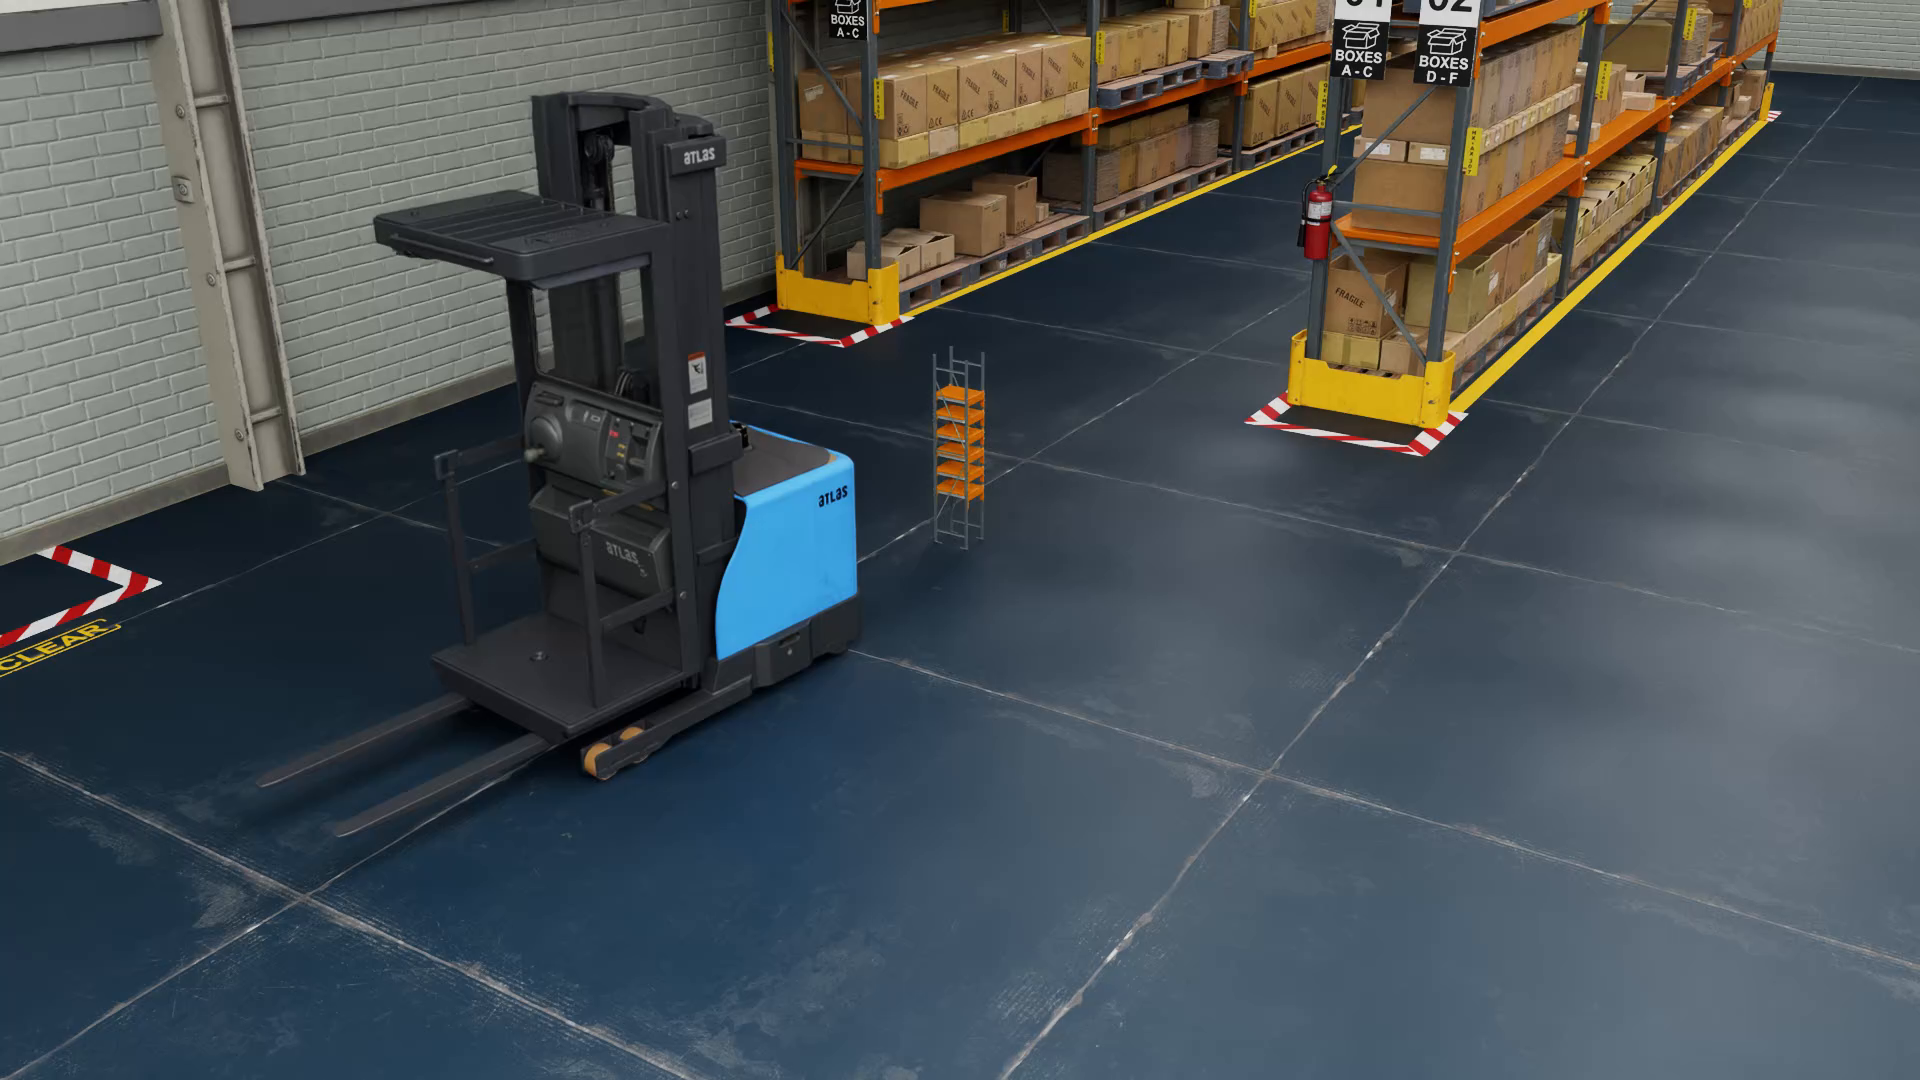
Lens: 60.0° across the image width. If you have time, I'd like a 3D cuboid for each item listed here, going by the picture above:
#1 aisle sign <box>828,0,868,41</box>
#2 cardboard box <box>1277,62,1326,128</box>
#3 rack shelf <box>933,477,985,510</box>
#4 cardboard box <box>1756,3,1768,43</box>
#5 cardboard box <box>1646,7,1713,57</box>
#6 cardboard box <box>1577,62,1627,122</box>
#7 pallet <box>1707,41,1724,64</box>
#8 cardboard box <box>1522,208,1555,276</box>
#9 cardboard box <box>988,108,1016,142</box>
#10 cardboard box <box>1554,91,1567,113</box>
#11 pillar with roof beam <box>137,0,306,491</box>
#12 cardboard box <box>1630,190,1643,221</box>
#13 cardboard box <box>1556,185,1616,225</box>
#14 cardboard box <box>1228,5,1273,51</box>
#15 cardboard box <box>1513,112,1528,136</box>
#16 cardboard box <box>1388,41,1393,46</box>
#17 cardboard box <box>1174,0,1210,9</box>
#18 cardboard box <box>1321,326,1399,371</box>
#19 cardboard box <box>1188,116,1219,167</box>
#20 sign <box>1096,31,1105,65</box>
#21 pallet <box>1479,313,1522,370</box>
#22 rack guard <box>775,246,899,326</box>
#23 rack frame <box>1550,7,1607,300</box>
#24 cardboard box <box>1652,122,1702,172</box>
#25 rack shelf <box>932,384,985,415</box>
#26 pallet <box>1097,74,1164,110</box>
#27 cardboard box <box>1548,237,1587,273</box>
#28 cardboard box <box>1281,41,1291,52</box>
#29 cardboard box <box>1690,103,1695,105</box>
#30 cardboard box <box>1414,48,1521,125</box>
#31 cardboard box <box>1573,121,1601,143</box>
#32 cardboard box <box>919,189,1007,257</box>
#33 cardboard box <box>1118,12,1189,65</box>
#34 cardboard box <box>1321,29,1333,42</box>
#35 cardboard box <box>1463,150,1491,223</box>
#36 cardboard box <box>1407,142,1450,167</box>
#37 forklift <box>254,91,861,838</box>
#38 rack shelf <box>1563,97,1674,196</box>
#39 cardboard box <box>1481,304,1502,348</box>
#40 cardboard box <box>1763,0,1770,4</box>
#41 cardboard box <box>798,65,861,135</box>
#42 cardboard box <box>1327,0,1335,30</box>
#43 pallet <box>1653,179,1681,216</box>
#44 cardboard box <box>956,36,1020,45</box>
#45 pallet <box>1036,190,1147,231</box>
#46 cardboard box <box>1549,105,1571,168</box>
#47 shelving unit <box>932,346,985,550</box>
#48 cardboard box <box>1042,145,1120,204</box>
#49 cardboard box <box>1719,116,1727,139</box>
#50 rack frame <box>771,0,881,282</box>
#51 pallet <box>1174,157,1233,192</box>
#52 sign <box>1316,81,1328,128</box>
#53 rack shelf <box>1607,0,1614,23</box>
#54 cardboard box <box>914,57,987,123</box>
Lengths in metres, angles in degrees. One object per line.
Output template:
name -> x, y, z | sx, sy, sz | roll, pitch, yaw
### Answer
aisle sign -> -0.925, -4.509, 13.619 | 0.394, 0.787, 0.004 | 14, 27, 29
cardboard box -> 4.489, -6.113, 22.772 | 0.750, 0.750, 0.750 | 15, 27, 31
rack shelf -> -0.008, -0.285, 10.113 | 0.258, 0.103, 0.180 | 14, 27, 29
cardboard box -> 10.699, -7.092, 22.730 | 0.500, 0.500, 0.500 | 13, 27, 28
cardboard box -> 8.519, -6.046, 19.787 | 0.700, 0.500, 0.500 | 7, 24, 16
cardboard box -> 6.417, -4.543, 16.843 | 0.500, 0.500, 0.500 | 12, 26, 26
pallet -> 8.884, -6.082, 20.765 | 1.003, 0.211, 1.213 | 14, 27, 29
cardboard box -> 4.846, -2.623, 14.522 | 0.500, 0.500, 0.500 | 14, 27, 29
cardboard box -> 0.189, -3.961, 15.788 | 0.500, 0.250, 0.500 | 14, 27, 29
cardboard box -> 4.949, -3.752, 14.198 | 0.380, 0.149, 0.250 | 13, 27, 27
pillar with roof beam -> -1.015, -3.647, 7.347 | 9.100, 9.000, 0.400 | 14, 27, 29
cardboard box -> 6.949, -3.594, 17.710 | 0.500, 0.250, 0.500 | 14, 27, 28
cardboard box -> 6.148, -3.335, 16.405 | 0.500, 0.311, 0.500 | 13, 27, 27
cardboard box -> 3.551, -6.406, 20.746 | 0.500, 0.500, 0.500 | 15, 27, 30
cardboard box -> 4.270, -3.316, 13.192 | 0.380, 0.149, 0.250 | 14, 27, 29
cardboard box -> 6.643, -7.803, 26.300 | 0.380, 0.149, 0.250 | 14, 27, 29
cardboard box -> 2.764, -6.415, 19.796 | 0.380, 0.149, 0.250 | 9, 25, 20
cardboard box -> 3.100, -1.541, 12.965 | 0.500, 0.250, 0.500 | 14, 27, 29
cardboard box -> 2.742, -4.905, 20.396 | 0.700, 0.500, 0.500 | 14, 27, 30
sign -> 1.433, -5.040, 17.026 | 0.100, 0.325, 0.005 | 14, 27, 29
pallet -> 4.080, -1.764, 14.059 | 1.003, 0.211, 1.213 | 14, 27, 29
rack guard -> -1.102, -2.282, 14.892 | 1.175, 0.500, 0.348 | 14, 27, 29
rack frame -> 5.178, -3.717, 15.060 | 1.000, 3.000, 0.127 | 14, 27, 29
cardboard box -> 8.582, -4.739, 20.013 | 0.500, 0.500, 0.500 | 13, 27, 27
rack shelf -> -0.008, -0.835, 9.875 | 0.258, 0.103, 0.180 | 14, 27, 29
pallet -> 1.495, -4.893, 18.019 | 1.003, 0.211, 1.213 | 14, 27, 29
cardboard box -> 5.602, -2.732, 15.717 | 0.500, 0.250, 0.500 | 13, 27, 28
cardboard box -> 4.103, -6.500, 21.781 | 0.380, 0.149, 0.250 | 14, 27, 30
cardboard box -> 9.853, -5.890, 22.910 | 0.500, 0.311, 0.500 | 14, 27, 29
cardboard box -> 3.891, -3.530, 12.869 | 0.700, 0.500, 0.500 | 14, 27, 29
cardboard box -> 5.819, -3.858, 15.702 | 0.380, 0.149, 0.250 | 14, 27, 29
cardboard box -> 0.029, -3.103, 16.234 | 0.700, 0.500, 0.500 | 12, 26, 26
cardboard box -> 2.200, -5.766, 19.113 | 0.700, 0.500, 0.500 | 14, 27, 29
cardboard box -> 4.873, -6.905, 22.715 | 0.380, 0.149, 0.250 | 14, 27, 29
cardboard box -> 3.598, -2.746, 12.691 | 0.700, 0.500, 0.500 | 15, 27, 30
cardboard box -> 3.458, -2.798, 11.994 | 0.380, 0.149, 0.250 | 14, 27, 29
forklift -> -1.856, -0.461, 7.626 | 1.130, 2.935, 3.031 | 18, 29, 36
rack shelf -> 6.233, -4.062, 16.762 | 1.077, 0.370, 4.000 | 14, 27, 29
cardboard box -> 4.065, -1.770, 13.496 | 0.500, 0.250, 0.500 | 14, 27, 29
cardboard box -> 10.701, -7.544, 22.516 | 0.500, 0.500, 0.500 | 15, 27, 31
cardboard box -> -1.074, -3.892, 14.684 | 0.500, 0.500, 0.500 | 14, 27, 28
cardboard box -> 4.898, -7.262, 22.725 | 0.500, 0.500, 0.500 | 14, 27, 29
pallet -> 7.714, -4.031, 19.296 | 1.003, 0.211, 1.213 | 14, 27, 29
cardboard box -> 0.266, -4.750, 16.665 | 0.500, 0.500, 0.500 | 14, 27, 29
pallet -> 1.377, -3.737, 18.617 | 1.003, 0.211, 1.213 | 14, 27, 29
cardboard box -> 4.950, -3.612, 14.691 | 0.700, 0.500, 0.500 | 13, 27, 28
shelving unit -> -0.008, -0.546, 10.000 | 0.258, 1.200, 0.189 | 14, 27, 29
cardboard box -> 1.342, -4.060, 18.446 | 0.700, 0.500, 0.500 | 15, 28, 31
cardboard box -> 9.803, -5.481, 21.967 | 0.500, 0.311, 0.500 | 14, 27, 29
rack frame -> -1.142, -3.404, 14.337 | 1.000, 3.000, 0.127 | 14, 27, 29
pallet -> 2.664, -4.561, 20.519 | 1.003, 0.211, 1.213 | 14, 27, 29
sign -> 2.615, -3.125, 11.938 | 0.100, 0.325, 0.005 | 14, 27, 29
rack shelf -> 6.233, -5.438, 16.166 | 1.077, 0.370, 4.000 | 14, 27, 29
cardboard box -> -0.088, -4.124, 15.220 | 0.500, 0.500, 0.500 | 13, 27, 27
